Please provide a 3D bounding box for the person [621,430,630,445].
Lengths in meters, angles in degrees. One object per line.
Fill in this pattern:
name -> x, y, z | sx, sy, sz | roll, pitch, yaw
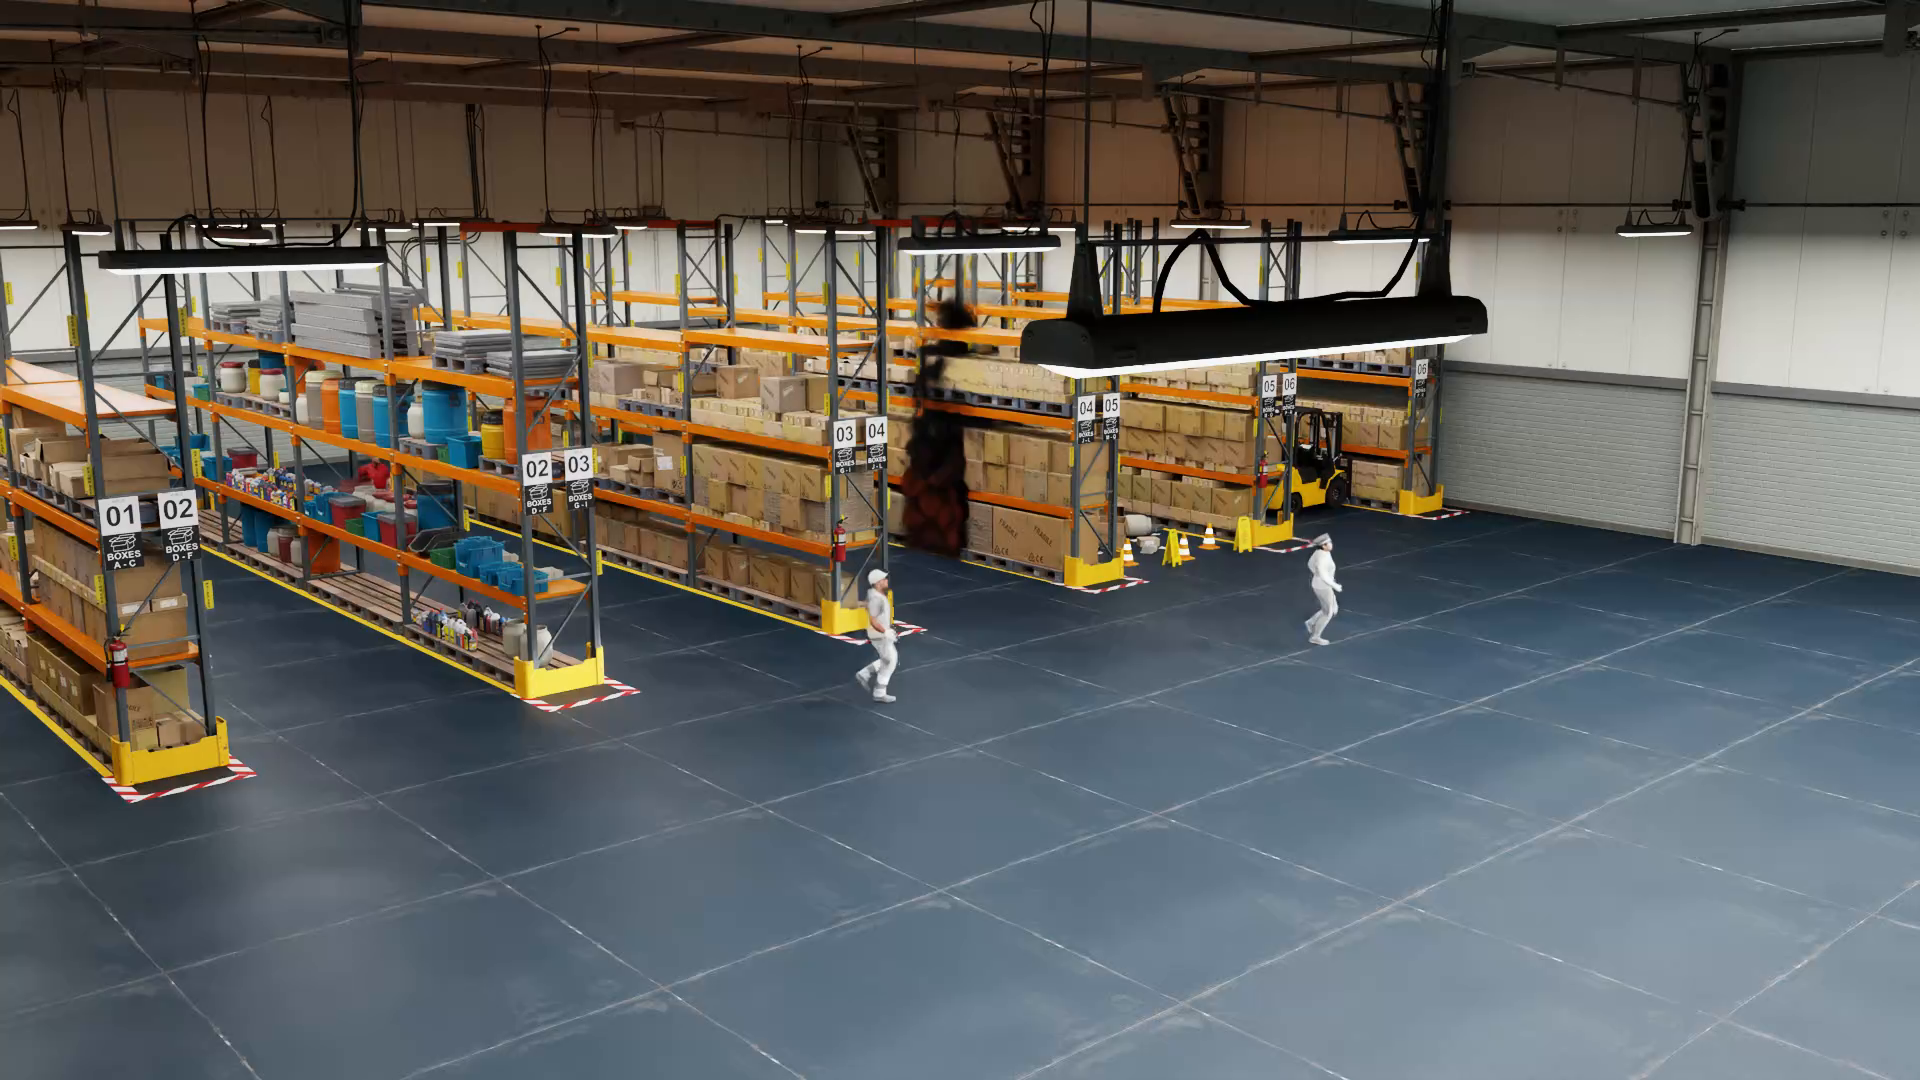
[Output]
person -> -8.372, -2.862, 41.613 | 0.792, 1.820, 0.669 | -8, 14, -36

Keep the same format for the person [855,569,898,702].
person -> -1.077, 1.230, 21.396 | 0.564, 1.749, 0.653 | -1, 11, -6

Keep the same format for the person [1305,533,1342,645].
person -> 5.296, 0.703, 24.234 | 0.492, 1.663, 0.624 | 0, 11, 1

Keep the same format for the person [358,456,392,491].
person -> -11.128, -0.853, 31.771 | 0.741, 1.688, 0.637 | 8, 14, 36
